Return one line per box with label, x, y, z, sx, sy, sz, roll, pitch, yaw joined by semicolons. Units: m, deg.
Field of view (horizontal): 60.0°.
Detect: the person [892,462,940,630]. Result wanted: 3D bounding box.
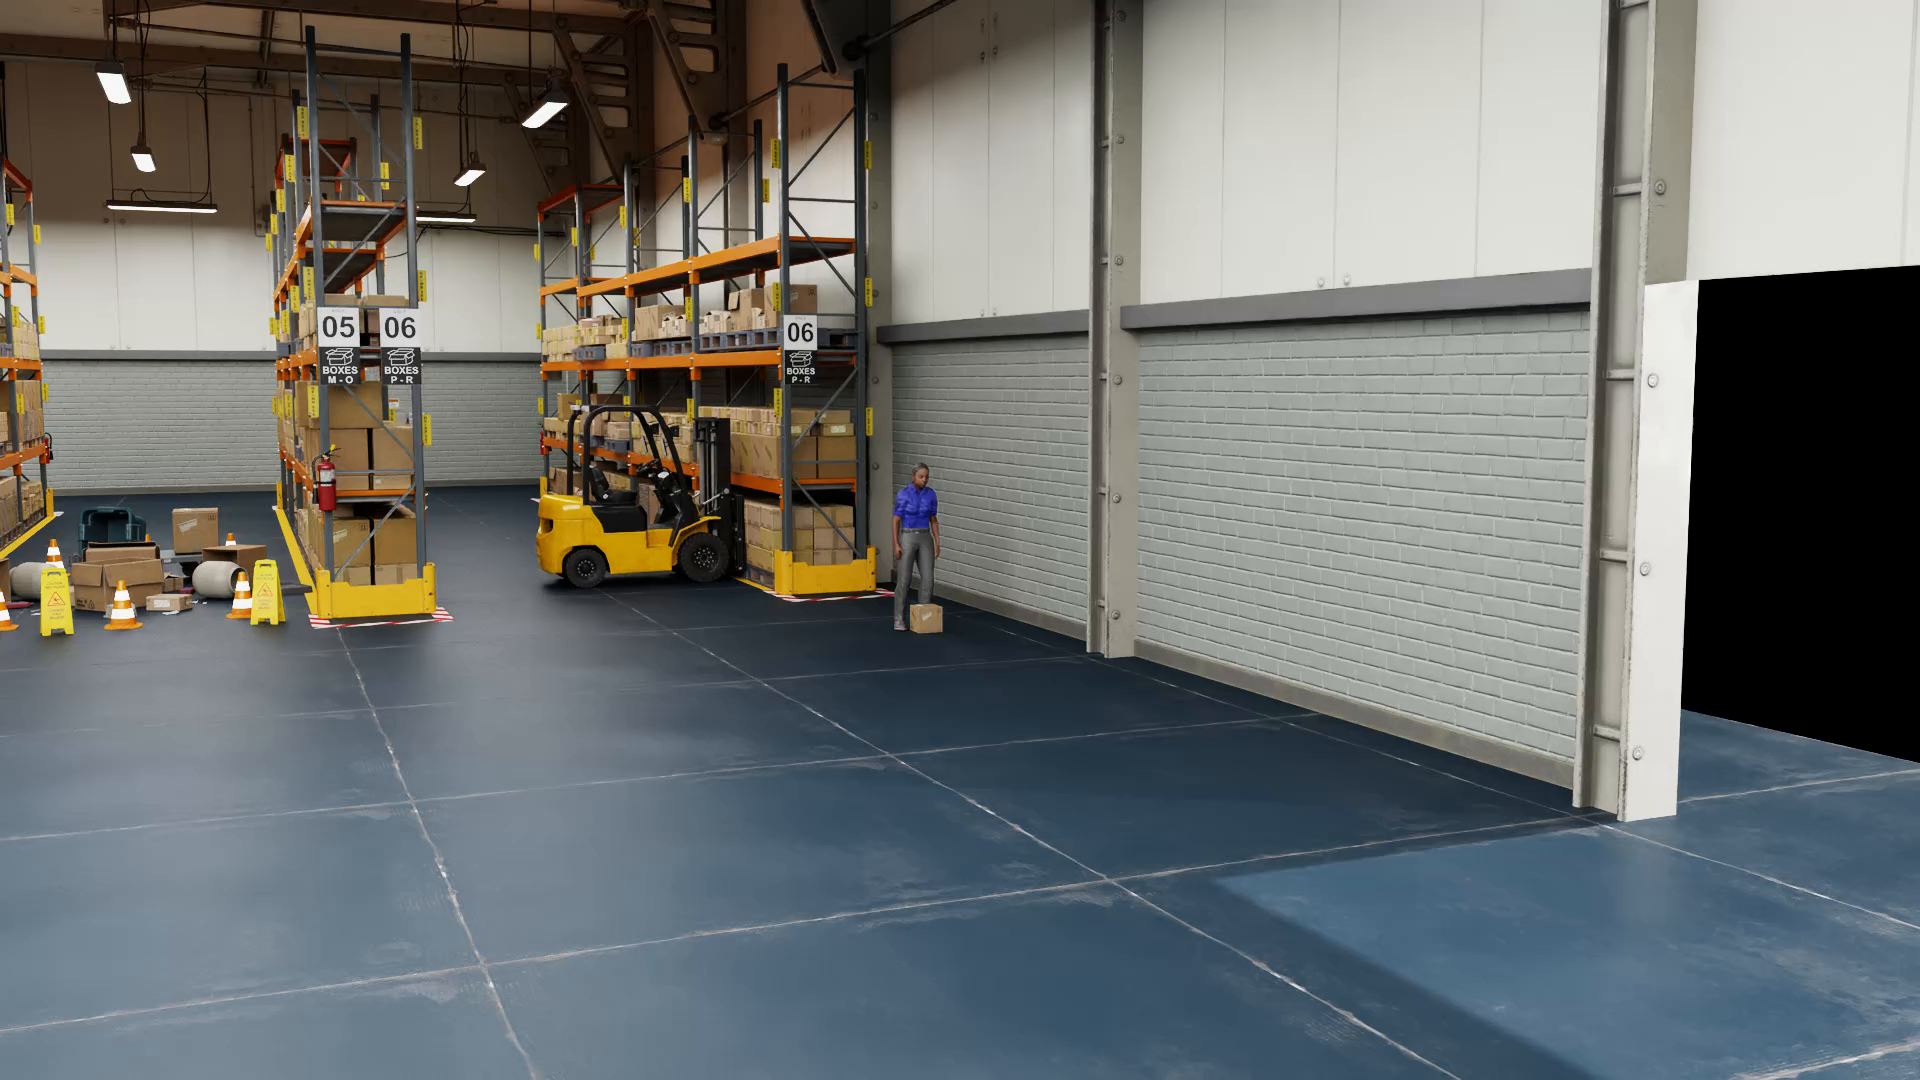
person;-0.430;0.055;16.461;0.510;1.654;0.392;-2;6;-24
